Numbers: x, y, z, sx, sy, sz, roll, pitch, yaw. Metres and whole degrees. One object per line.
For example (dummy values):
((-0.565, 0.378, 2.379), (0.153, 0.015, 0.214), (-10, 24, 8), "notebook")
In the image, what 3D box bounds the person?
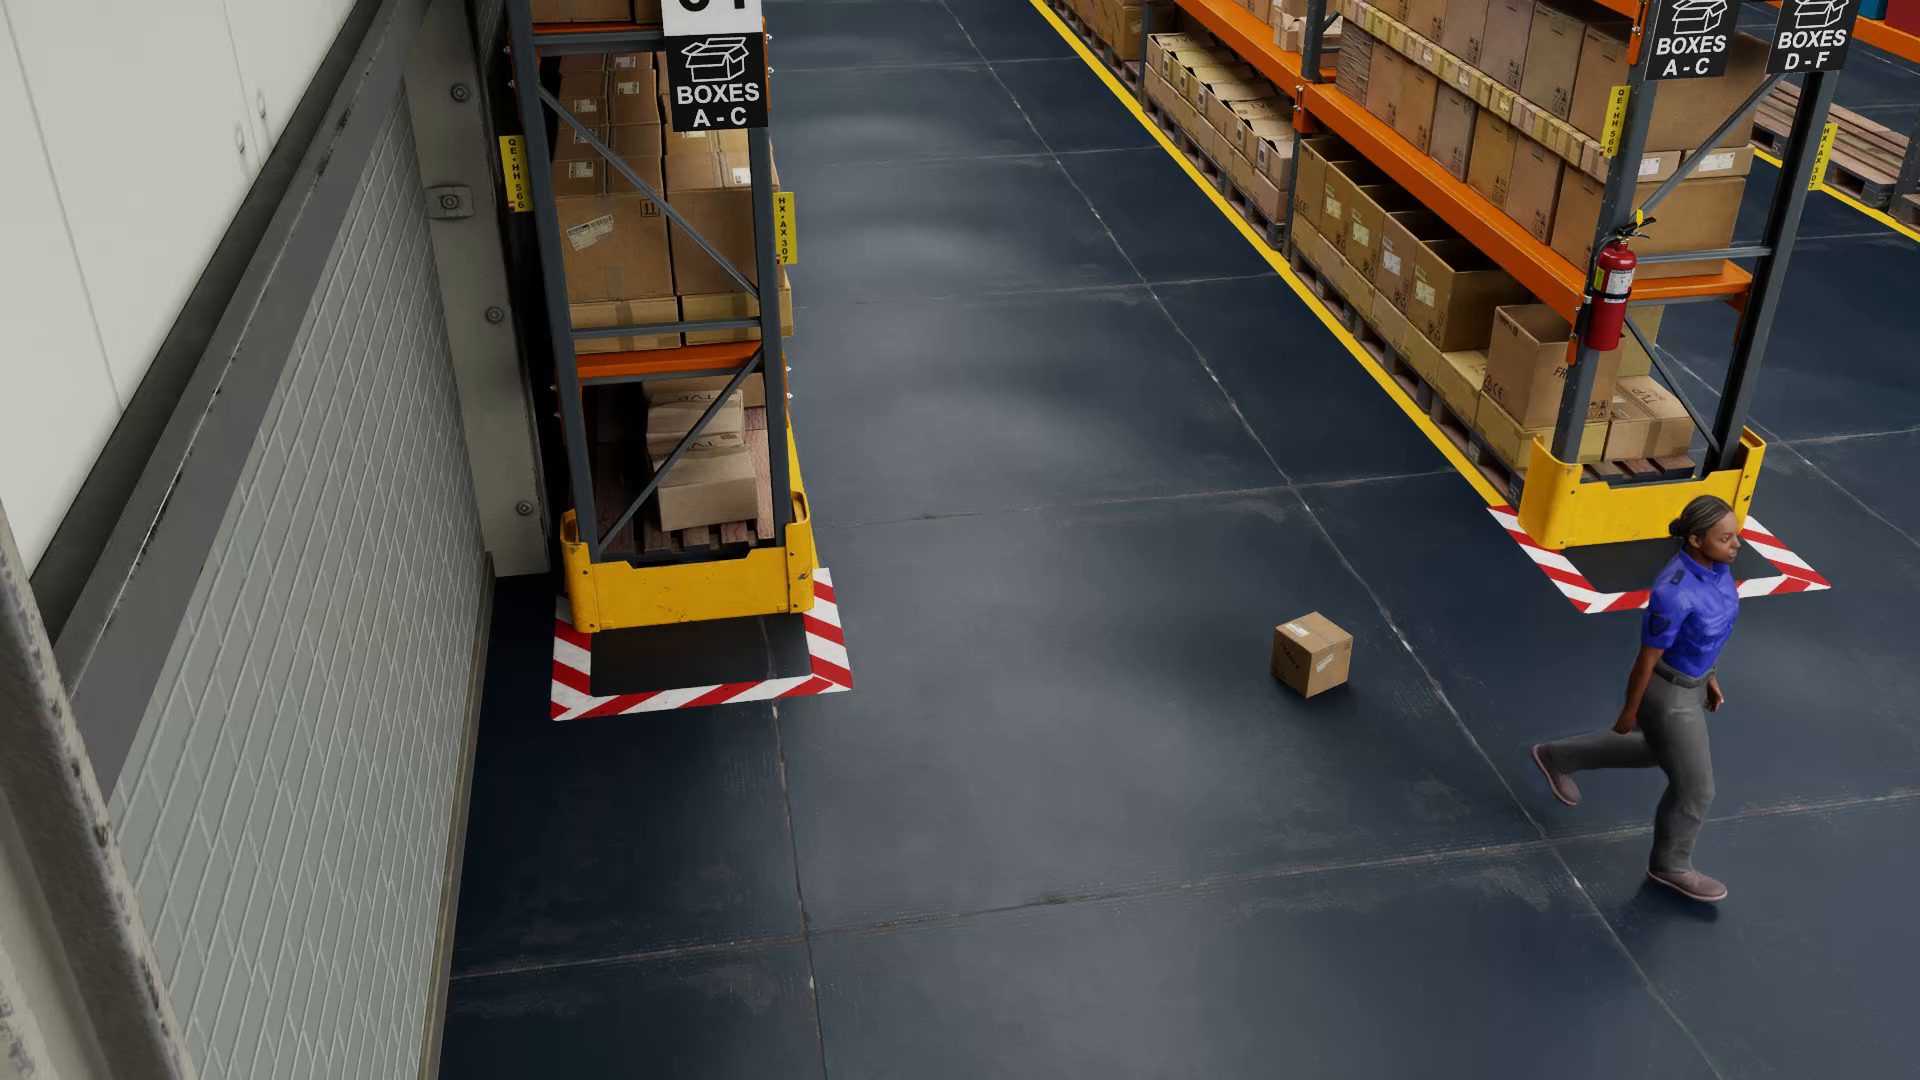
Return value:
((2.620, 0.536, 6.215), (0.859, 1.614, 0.438), (21, 37, 31), "person")
